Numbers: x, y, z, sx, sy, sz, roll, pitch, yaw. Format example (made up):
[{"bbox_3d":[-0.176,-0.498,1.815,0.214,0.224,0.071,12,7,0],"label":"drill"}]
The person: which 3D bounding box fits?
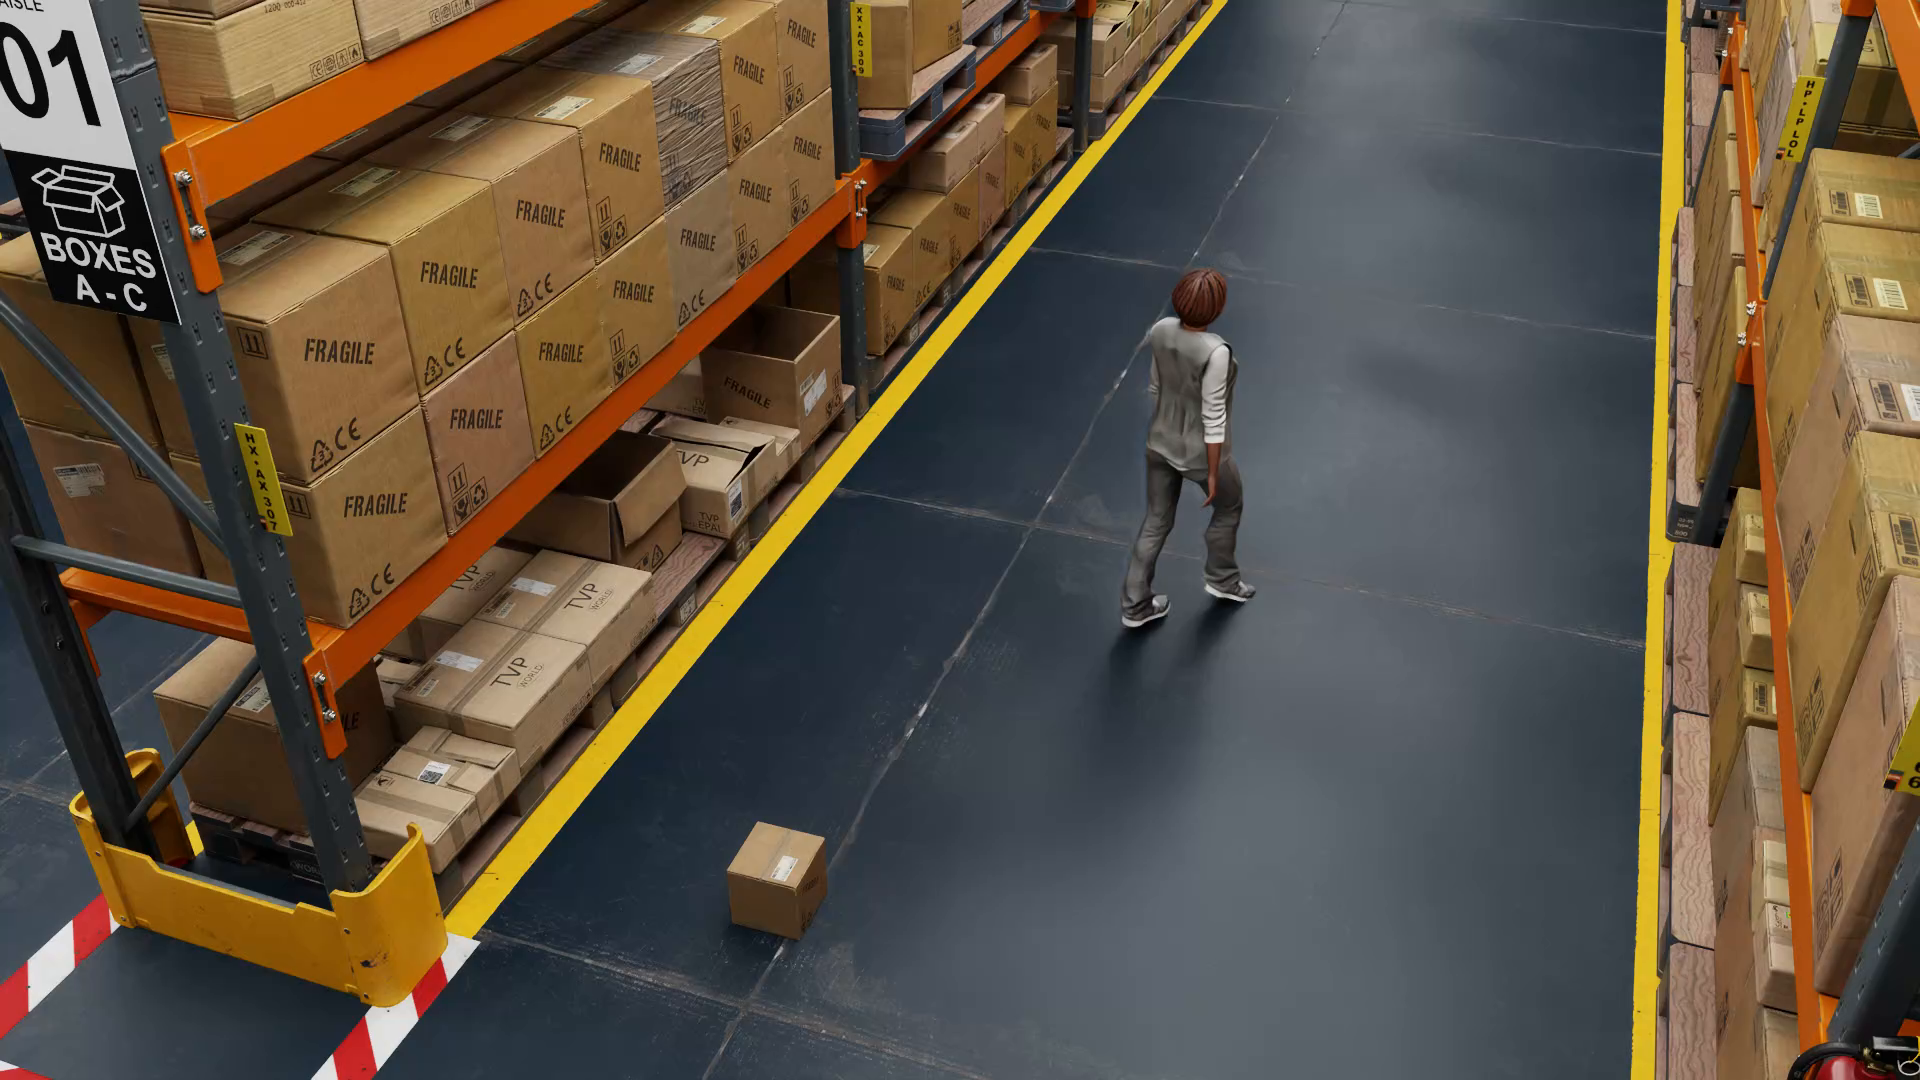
[{"bbox_3d":[0.941,-0.364,6.698,0.675,1.621,0.449,-29,43,-36],"label":"person"}]
